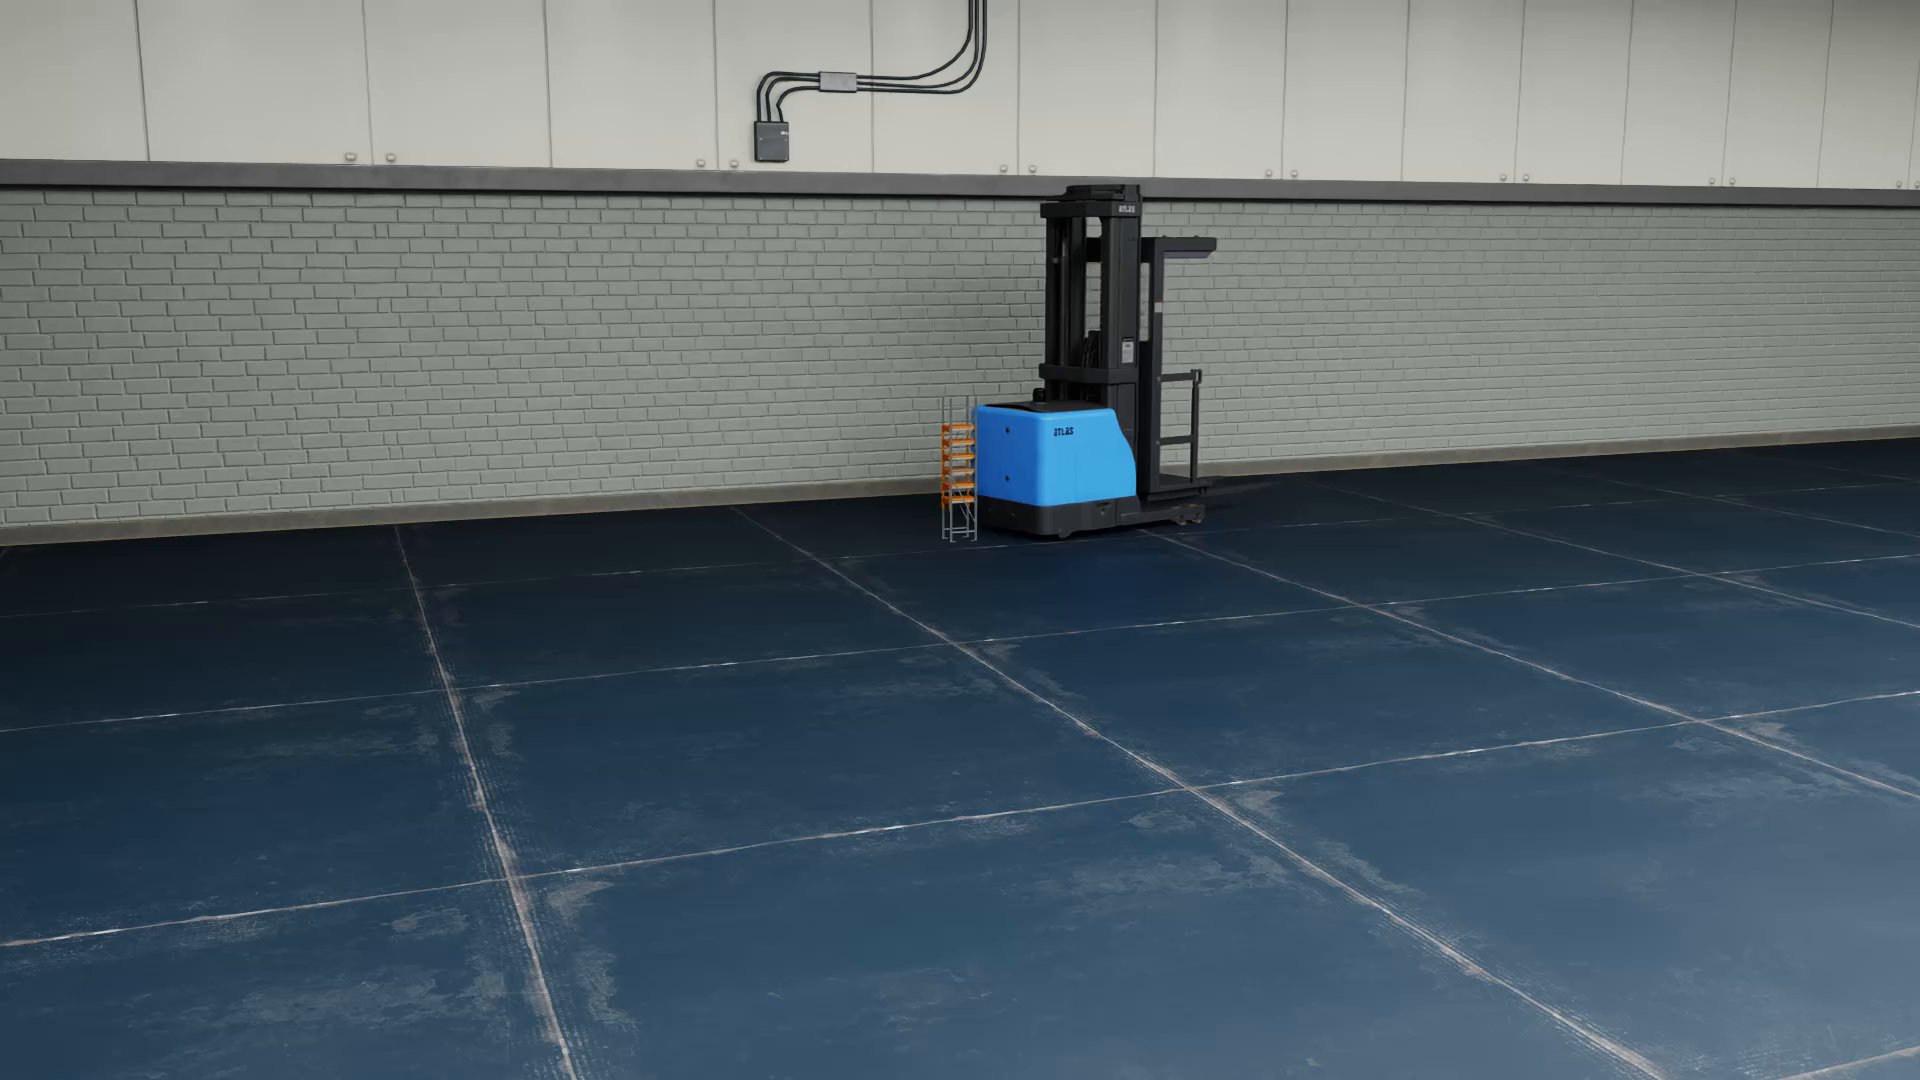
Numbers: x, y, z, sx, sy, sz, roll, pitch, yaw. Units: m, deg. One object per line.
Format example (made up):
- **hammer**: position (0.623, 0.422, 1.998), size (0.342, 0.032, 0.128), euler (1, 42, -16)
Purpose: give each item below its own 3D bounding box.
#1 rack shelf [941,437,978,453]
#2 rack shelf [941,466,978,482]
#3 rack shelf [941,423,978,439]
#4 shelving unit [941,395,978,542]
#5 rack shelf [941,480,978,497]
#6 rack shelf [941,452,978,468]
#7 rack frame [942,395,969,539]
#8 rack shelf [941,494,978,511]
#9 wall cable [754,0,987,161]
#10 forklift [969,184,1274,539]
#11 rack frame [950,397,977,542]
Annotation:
- **rack shelf**: position (-0.005, -0.786, 13.794), size (0.258, 0.103, 0.180), euler (-4, 11, -21)
- **rack shelf**: position (-0.005, -0.549, 13.836), size (0.258, 0.103, 0.180), euler (-4, 11, -21)
- **rack shelf**: position (-0.005, -0.904, 13.773), size (0.258, 0.103, 0.180), euler (-4, 11, -21)
- **shelving unit**: position (-0.005, -0.593, 13.828), size (0.258, 1.200, 0.189), euler (-4, 11, -21)
- **rack shelf**: position (-0.005, -0.431, 13.857), size (0.258, 0.103, 0.180), euler (-4, 11, -21)
- **rack shelf**: position (-0.005, -0.667, 13.815), size (0.258, 0.103, 0.180), euler (-4, 11, -21)
- **rack frame**: position (-0.038, -0.608, 13.912), size (0.240, 1.200, 0.006), euler (-4, 11, -21)
- **rack shelf**: position (-0.005, -0.313, 13.878), size (0.258, 0.103, 0.180), euler (-4, 11, -21)
- **wall cable**: position (-0.801, -6.526, 15.203), size (2.305, 6.003, 0.169), euler (-4, 11, -21)
- **forklift**: position (1.556, -1.638, 14.761), size (3.031, 2.935, 1.130), euler (-8, 13, -37)
- **rack frame**: position (0.028, -0.578, 13.744), size (0.240, 1.200, 0.006), euler (-4, 11, -21)
